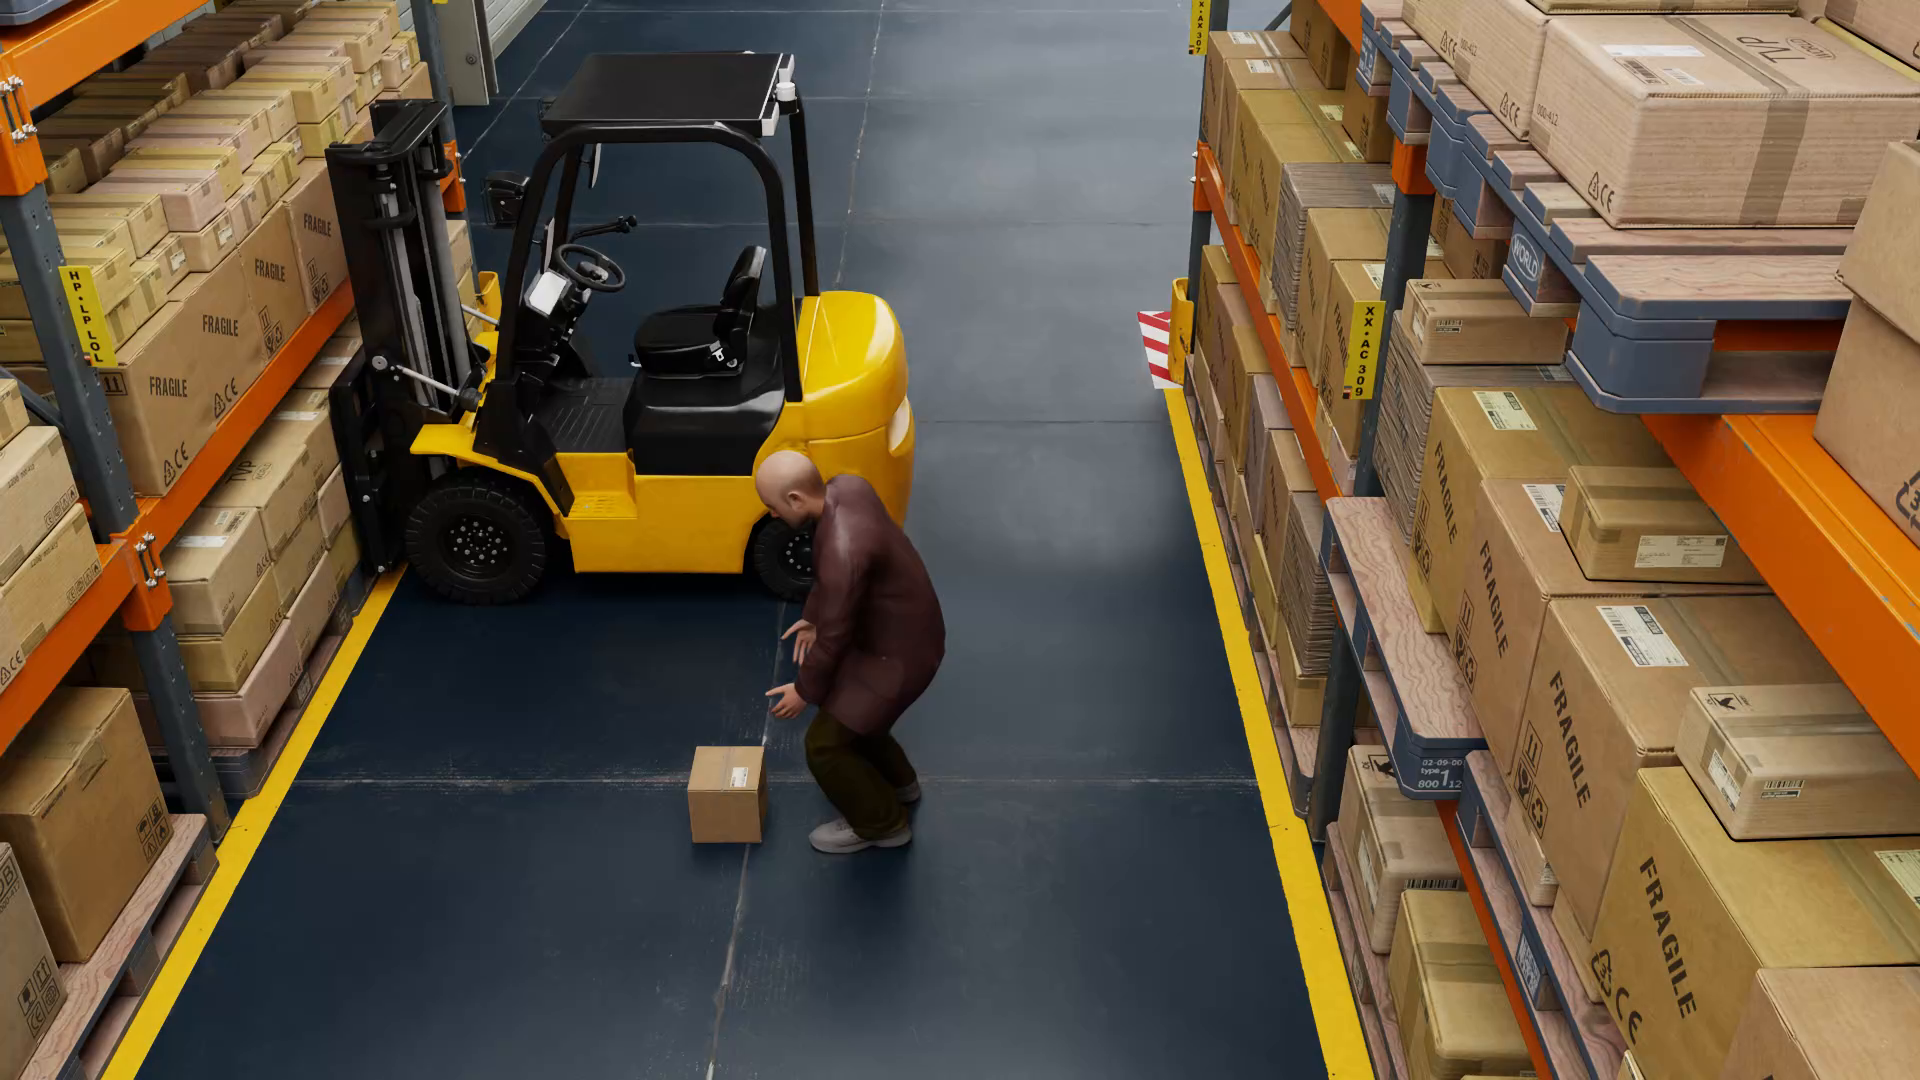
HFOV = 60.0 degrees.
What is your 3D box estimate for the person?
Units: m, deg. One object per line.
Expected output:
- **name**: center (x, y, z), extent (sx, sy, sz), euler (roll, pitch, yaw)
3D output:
- **person**: center (-0.354, 0.389, 5.730), extent (0.612, 1.552, 0.626), euler (0, 31, 0)
